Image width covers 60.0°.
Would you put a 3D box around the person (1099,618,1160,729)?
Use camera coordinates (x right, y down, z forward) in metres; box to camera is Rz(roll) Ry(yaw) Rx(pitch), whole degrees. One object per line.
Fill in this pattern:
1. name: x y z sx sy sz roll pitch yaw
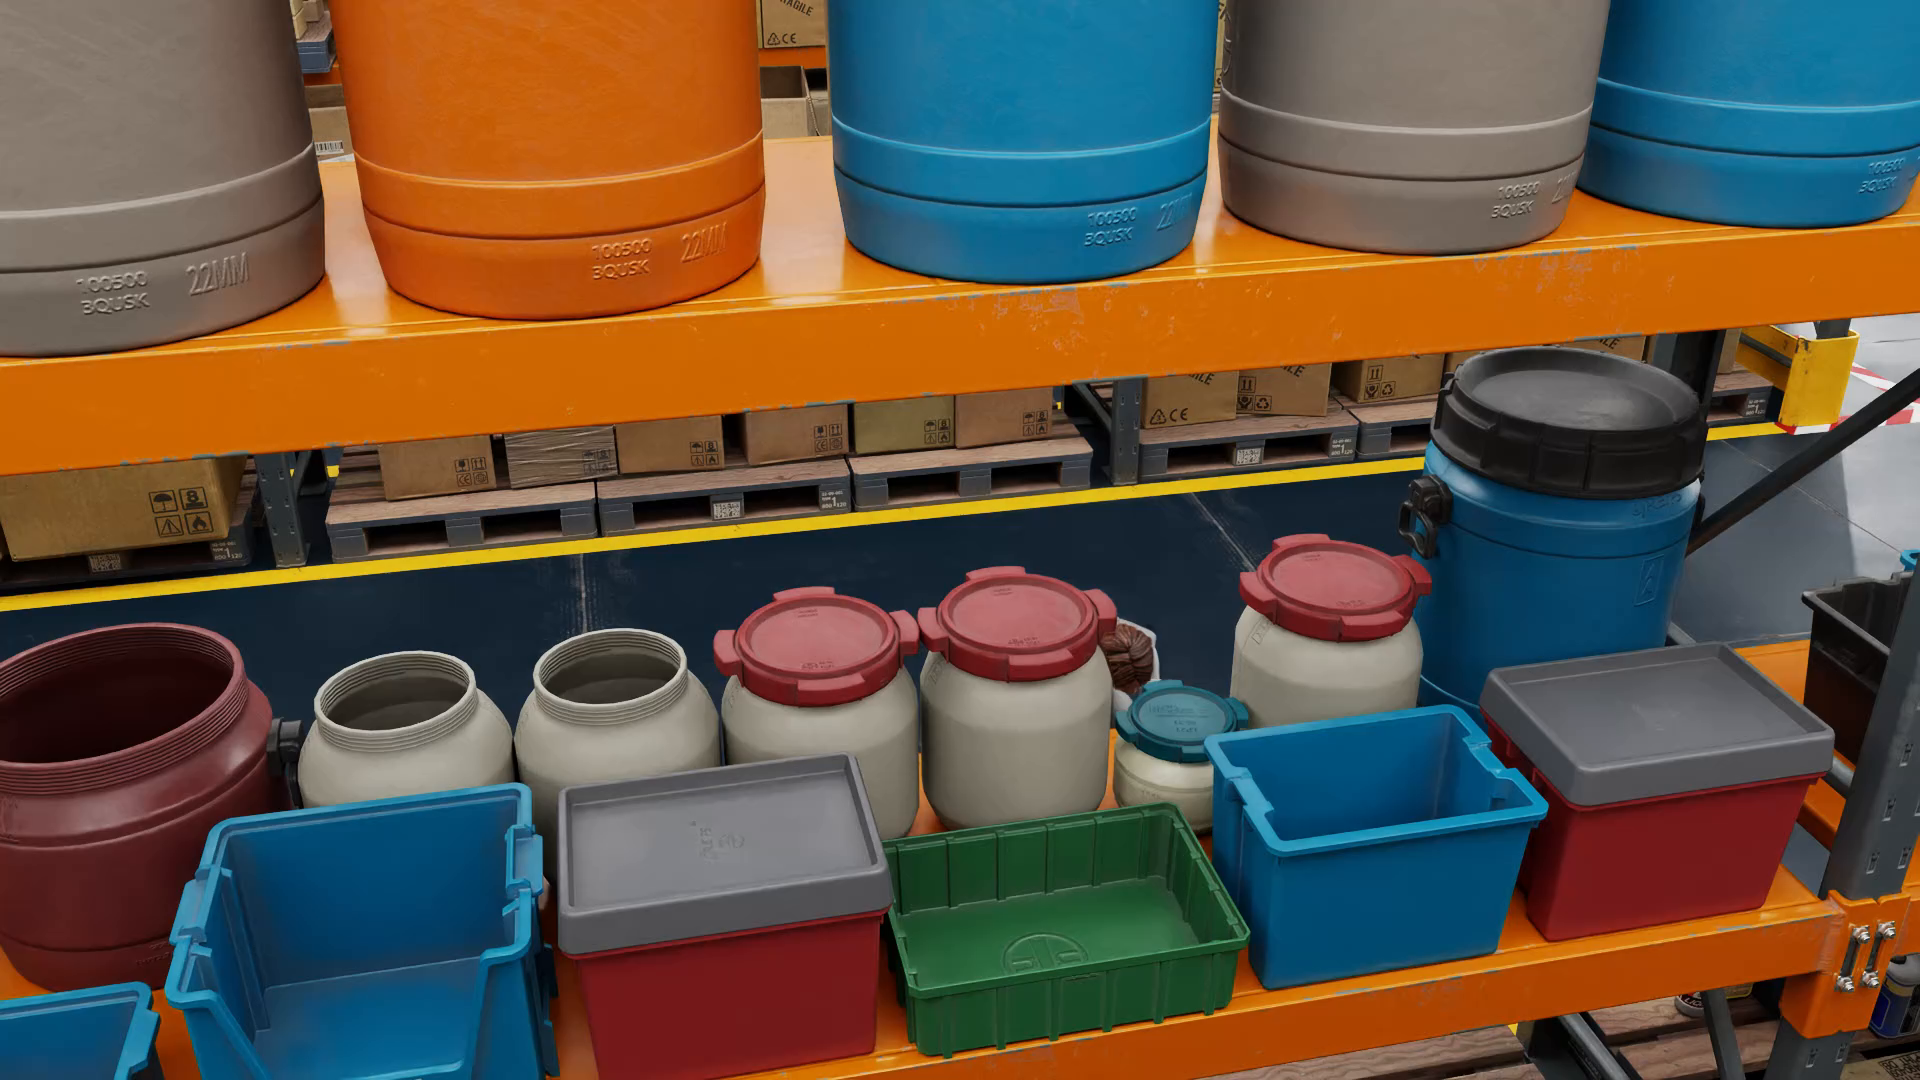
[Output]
1. person: 0.441 0.594 5.715 0.443 0.919 0.798 -6 28 -12
